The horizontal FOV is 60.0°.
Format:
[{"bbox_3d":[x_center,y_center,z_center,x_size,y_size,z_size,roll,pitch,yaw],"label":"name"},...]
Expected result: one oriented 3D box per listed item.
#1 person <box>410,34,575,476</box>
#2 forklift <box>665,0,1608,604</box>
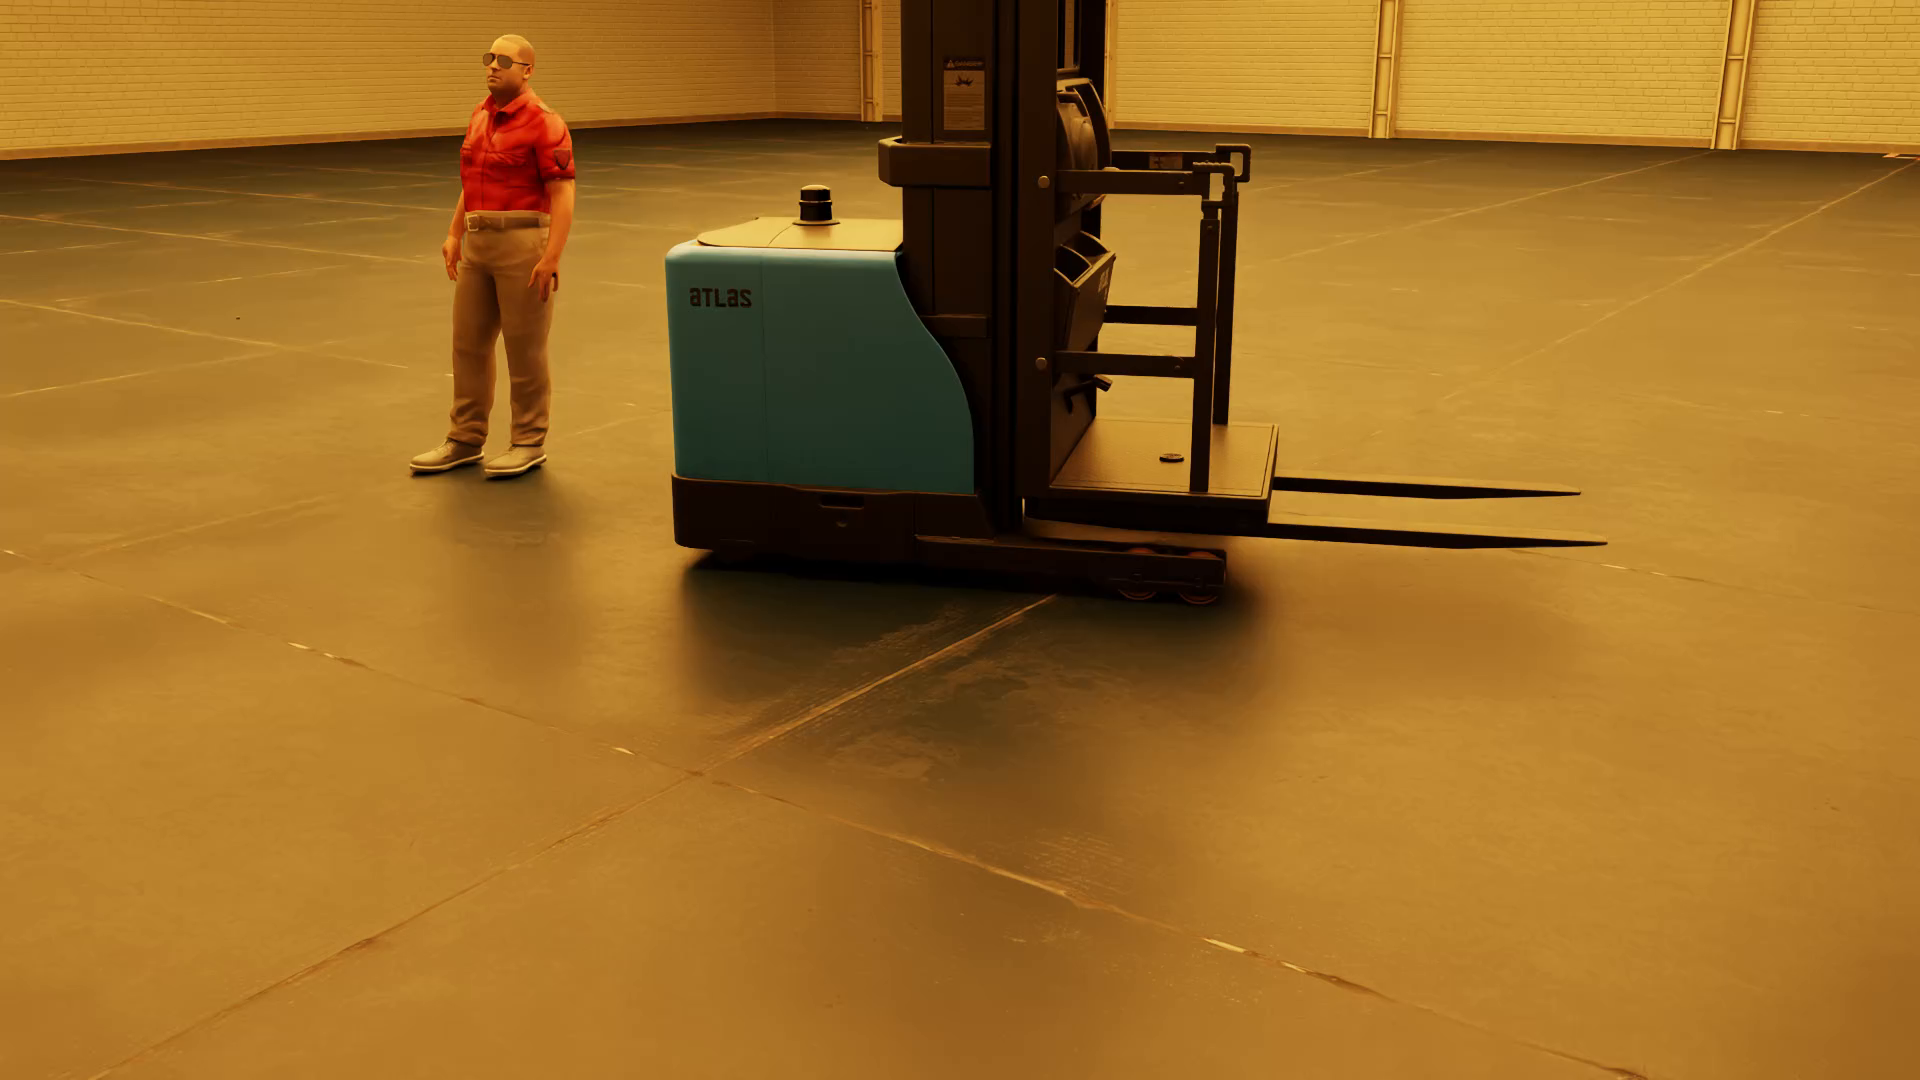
[{"bbox_3d":[-1.882,-1.126,6.671,0.641,1.727,0.551,11,20,32],"label":"person"},{"bbox_3d":[0.595,-1.367,5.404,3.031,2.935,1.130,4,17,12],"label":"forklift"}]
